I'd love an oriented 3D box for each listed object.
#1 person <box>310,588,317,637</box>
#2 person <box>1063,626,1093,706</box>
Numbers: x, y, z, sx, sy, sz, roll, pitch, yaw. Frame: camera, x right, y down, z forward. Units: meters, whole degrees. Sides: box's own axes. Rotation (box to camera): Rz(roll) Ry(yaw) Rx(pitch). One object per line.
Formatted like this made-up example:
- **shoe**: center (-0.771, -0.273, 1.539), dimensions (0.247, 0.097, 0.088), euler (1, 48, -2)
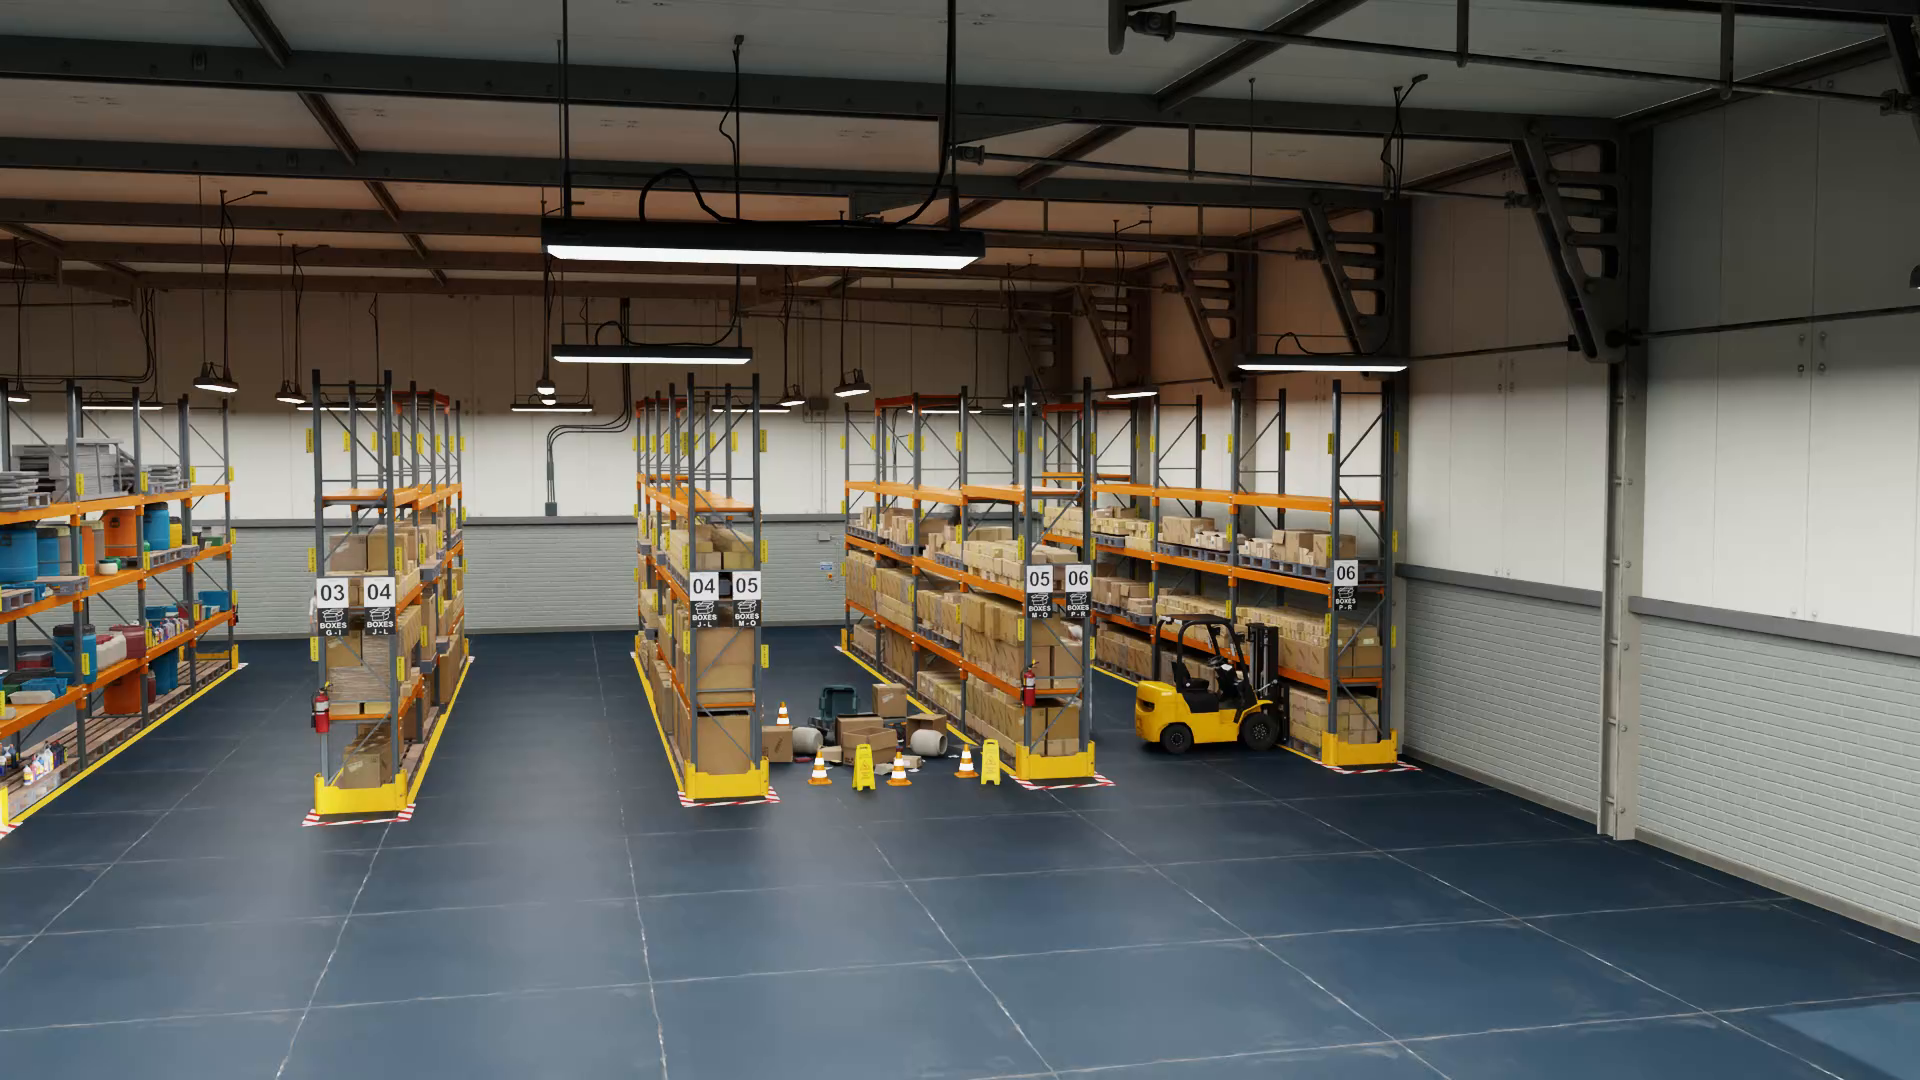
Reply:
- **person**: center (-15.216, 1.921, 39.475), dimensions (0.412, 1.588, 0.523), euler (-1, 3, -19)
- **person**: center (2.030, 2.408, 30.125), dimensions (0.741, 1.726, 0.602), euler (0, 3, -8)
